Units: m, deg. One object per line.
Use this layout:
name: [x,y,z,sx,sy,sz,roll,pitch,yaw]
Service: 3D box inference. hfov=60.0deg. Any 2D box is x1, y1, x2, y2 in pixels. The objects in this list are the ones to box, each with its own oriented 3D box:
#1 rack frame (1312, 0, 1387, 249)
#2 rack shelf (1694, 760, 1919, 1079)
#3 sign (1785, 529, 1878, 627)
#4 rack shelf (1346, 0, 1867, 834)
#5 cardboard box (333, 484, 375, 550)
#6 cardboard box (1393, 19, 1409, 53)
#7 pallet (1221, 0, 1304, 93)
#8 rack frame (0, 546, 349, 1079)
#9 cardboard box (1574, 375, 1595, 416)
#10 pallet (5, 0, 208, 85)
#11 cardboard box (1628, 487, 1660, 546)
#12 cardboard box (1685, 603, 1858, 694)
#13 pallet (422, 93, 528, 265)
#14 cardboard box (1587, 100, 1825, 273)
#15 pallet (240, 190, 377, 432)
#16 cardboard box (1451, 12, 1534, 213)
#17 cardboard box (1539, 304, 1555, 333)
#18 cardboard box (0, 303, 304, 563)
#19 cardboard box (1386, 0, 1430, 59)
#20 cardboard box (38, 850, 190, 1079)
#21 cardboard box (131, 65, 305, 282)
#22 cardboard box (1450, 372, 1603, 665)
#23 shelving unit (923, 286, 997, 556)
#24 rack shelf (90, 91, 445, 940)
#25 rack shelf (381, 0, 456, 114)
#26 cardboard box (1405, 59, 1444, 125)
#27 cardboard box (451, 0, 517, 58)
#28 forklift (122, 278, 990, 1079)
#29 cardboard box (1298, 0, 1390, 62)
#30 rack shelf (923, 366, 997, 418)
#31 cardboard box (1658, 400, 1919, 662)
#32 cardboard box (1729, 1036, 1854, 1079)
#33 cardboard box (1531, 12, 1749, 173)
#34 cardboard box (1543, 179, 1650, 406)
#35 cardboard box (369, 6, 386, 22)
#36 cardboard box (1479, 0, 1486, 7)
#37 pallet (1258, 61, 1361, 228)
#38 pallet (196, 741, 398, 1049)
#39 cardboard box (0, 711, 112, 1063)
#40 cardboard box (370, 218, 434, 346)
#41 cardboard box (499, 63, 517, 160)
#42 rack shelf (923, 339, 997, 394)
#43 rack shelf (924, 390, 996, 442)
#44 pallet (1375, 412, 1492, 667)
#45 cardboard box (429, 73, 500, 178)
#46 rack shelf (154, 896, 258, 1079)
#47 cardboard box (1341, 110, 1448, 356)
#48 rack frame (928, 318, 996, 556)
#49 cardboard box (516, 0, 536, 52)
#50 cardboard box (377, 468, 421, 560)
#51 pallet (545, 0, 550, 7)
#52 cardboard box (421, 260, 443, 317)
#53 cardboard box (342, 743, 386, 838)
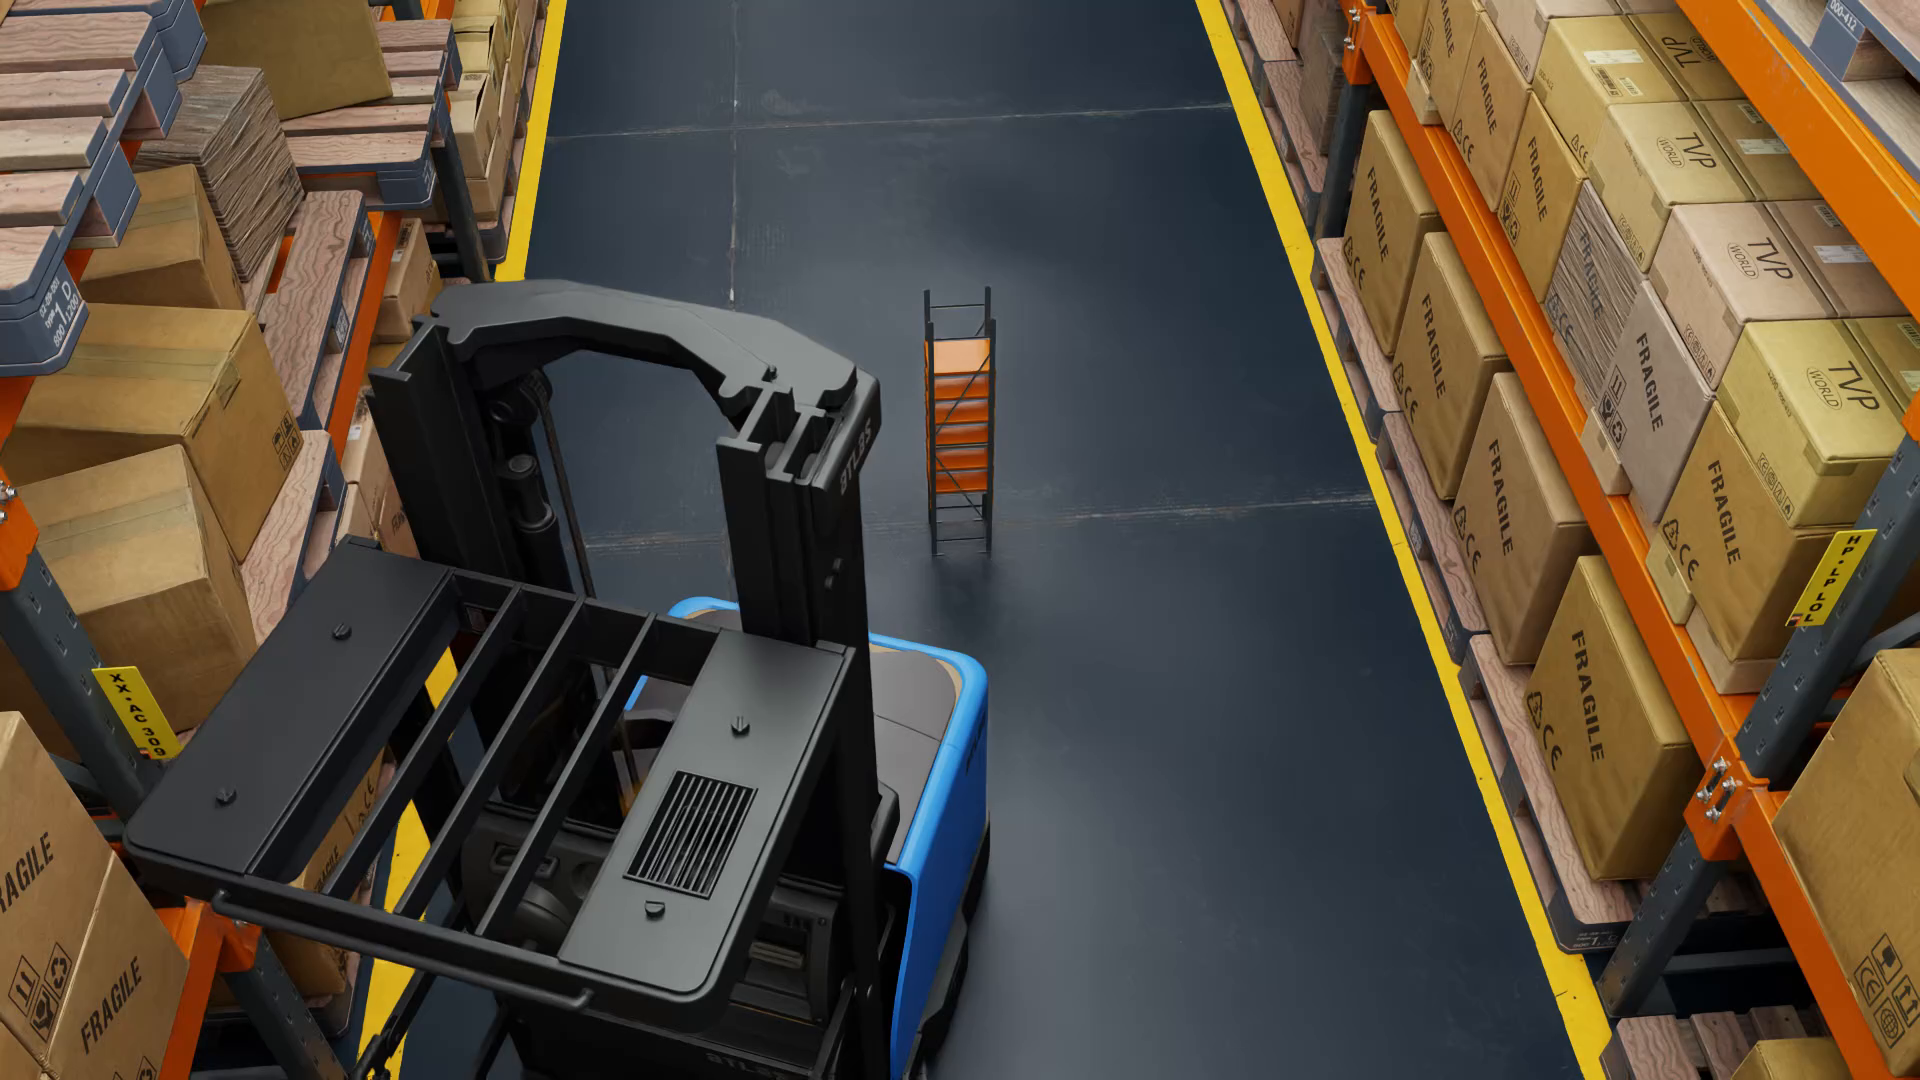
rack frame: [2.225,-2.472,7.025,1.000,3.000,0.127,-3,47,-3]
rack shelf: [2.727,2.117,3.175,1.077,0.370,4.000,-3,47,-3]
sign: [2.020,0.092,3.854,0.100,0.325,0.005,-3,47,-3]
rack shelf: [2.392,-0.777,5.916,1.077,0.370,4.000,-3,47,-3]
cardboard box: [-2.258,0.088,5.502,0.500,0.250,0.500,-3,47,-3]
cardboard box: [2.022,-2.140,6.870,0.380,0.149,0.250,-4,47,-4]
pallet: [2.062,-2.959,9.407,1.003,0.211,1.213,-3,47,-3]
rack frame: [-2.373,0.726,3.996,0.949,2.616,0.053,-3,47,-3]
cardboard box: [2.193,-0.465,5.284,0.380,0.149,0.250,-3,47,-3]
pallet: [-2.451,-1.467,4.137,1.213,0.211,1.003,-3,47,-3]
cardboard box: [2.228,-0.097,4.935,0.380,0.149,0.250,-2,47,-2]
cardboard box: [2.249,0.275,4.583,0.380,0.149,0.250,-3,47,-3]
pallet: [-2.741,-1.807,8.316,1.003,0.211,1.213,-3,47,-3]
cardboard box: [2.190,-1.041,4.866,0.500,0.250,0.500,-3,47,-3]
pallet: [-2.544,-0.695,5.474,1.003,0.211,1.213,-3,47,-3]
cardboard box: [2.085,-1.509,5.826,0.500,0.500,0.500,-4,47,-3]
cardboard box: [2.176,-0.840,5.639,0.380,0.149,0.250,-2,47,-2]
cardboard box: [-2.314,-0.302,4.612,0.700,0.500,0.500,3,47,3]
cardboard box: [2.010,-2.248,6.526,0.500,0.500,0.500,-2,47,-2]
cardboard box: [-2.079,1.038,3.632,0.500,0.500,0.500,-3,47,-3]
cardboard box: [-2.660,-1.224,5.486,0.700,0.500,0.500,4,47,4]
cardboard box: [2.298,-0.088,5.959,0.750,0.750,0.750,-2,47,-2]
shelving unit: [-0.001,-0.423,6.324,0.258,1.200,0.189,-3,47,-3]
rack shelf: [-2.544,-0.473,5.628,1.077,0.370,4.000,-3,47,-3]
rack shelf: [-2.879,-3.367,8.369,1.077,0.370,4.000,-3,47,-3]
cardboard box: [1.972,-1.759,6.510,0.380,0.149,0.250,-2,47,-2]
cardboard box: [-2.555,-2.705,8.464,0.500,0.311,0.500,-5,47,-4]
forklift: [-0.798,1.014,3.771,1.130,2.935,3.031,12,48,11]
cardboard box: [2.185,-2.661,8.623,0.700,0.500,0.500,-4,47,-3]
rack shelf: [-0.001,-0.558,6.182,0.258,0.103,0.180,-3,47,-3]
cardboard box: [2.270,-0.040,4.434,0.500,0.500,0.500,-4,47,-4]
cardboard box: [2.520,1.685,4.521,0.700,0.500,0.500,-3,47,-3]
cardboard box: [2.146,-1.410,5.215,0.500,0.250,0.500,-4,47,-4]
cardboard box: [2.184,-0.772,5.128,0.500,0.500,0.500,-3,47,-3]
cardboard box: [-2.698,-2.403,7.021,0.500,0.311,0.500,-1,47,-1]
cardboard box: [2.052,-2.140,5.907,0.500,0.250,0.500,-4,47,-4]
pallet: [2.161,-2.078,8.573,1.003,0.211,1.213,-3,47,-3]
pallet: [-2.482,1.099,5.564,1.003,0.211,1.213,-3,47,-3]
cardboard box: [-2.076,0.698,3.265,0.500,0.500,0.500,-3,47,-3]
cardboard box: [-2.390,-1.014,6.547,0.500,0.250,0.500,-2,47,-2]
cardboard box: [-2.505,-2.127,8.303,0.500,0.250,0.500,-5,47,-4]
rack shelf: [-0.001,-0.640,6.095,0.258,0.103,0.180,-3,47,-3]
rack shelf: [-0.001,-0.475,6.269,0.258,0.103,0.180,-3,47,-3]
pallet: [2.315,-0.057,6.659,1.003,0.211,1.213,-3,47,-3]
cardboard box: [-2.462,-1.956,7.755,0.500,0.311,0.500,-2,47,-2]
rack shelf: [-2.209,2.421,2.887,1.077,0.370,4.000,-3,47,-3]
cardboard box: [2.156,-1.337,7.141,0.750,0.750,0.750,-4,47,-4]
rack frame: [0.006,-0.357,6.262,0.240,1.200,0.006,-3,47,-3]
cardboard box: [-2.597,-2.874,9.010,0.500,0.250,0.500,-3,47,-2]
cardboard box: [-2.306,-0.043,6.144,0.500,0.500,0.500,-5,47,-5]
pallet: [-2.945,-3.572,9.988,1.003,0.211,1.213,-3,47,-3]
cardboard box: [-2.399,-0.797,6.858,0.500,0.500,0.500,-2,47,-2]
cardboard box: [-2.230,0.685,5.454,0.500,0.500,0.500,-3,47,-3]
